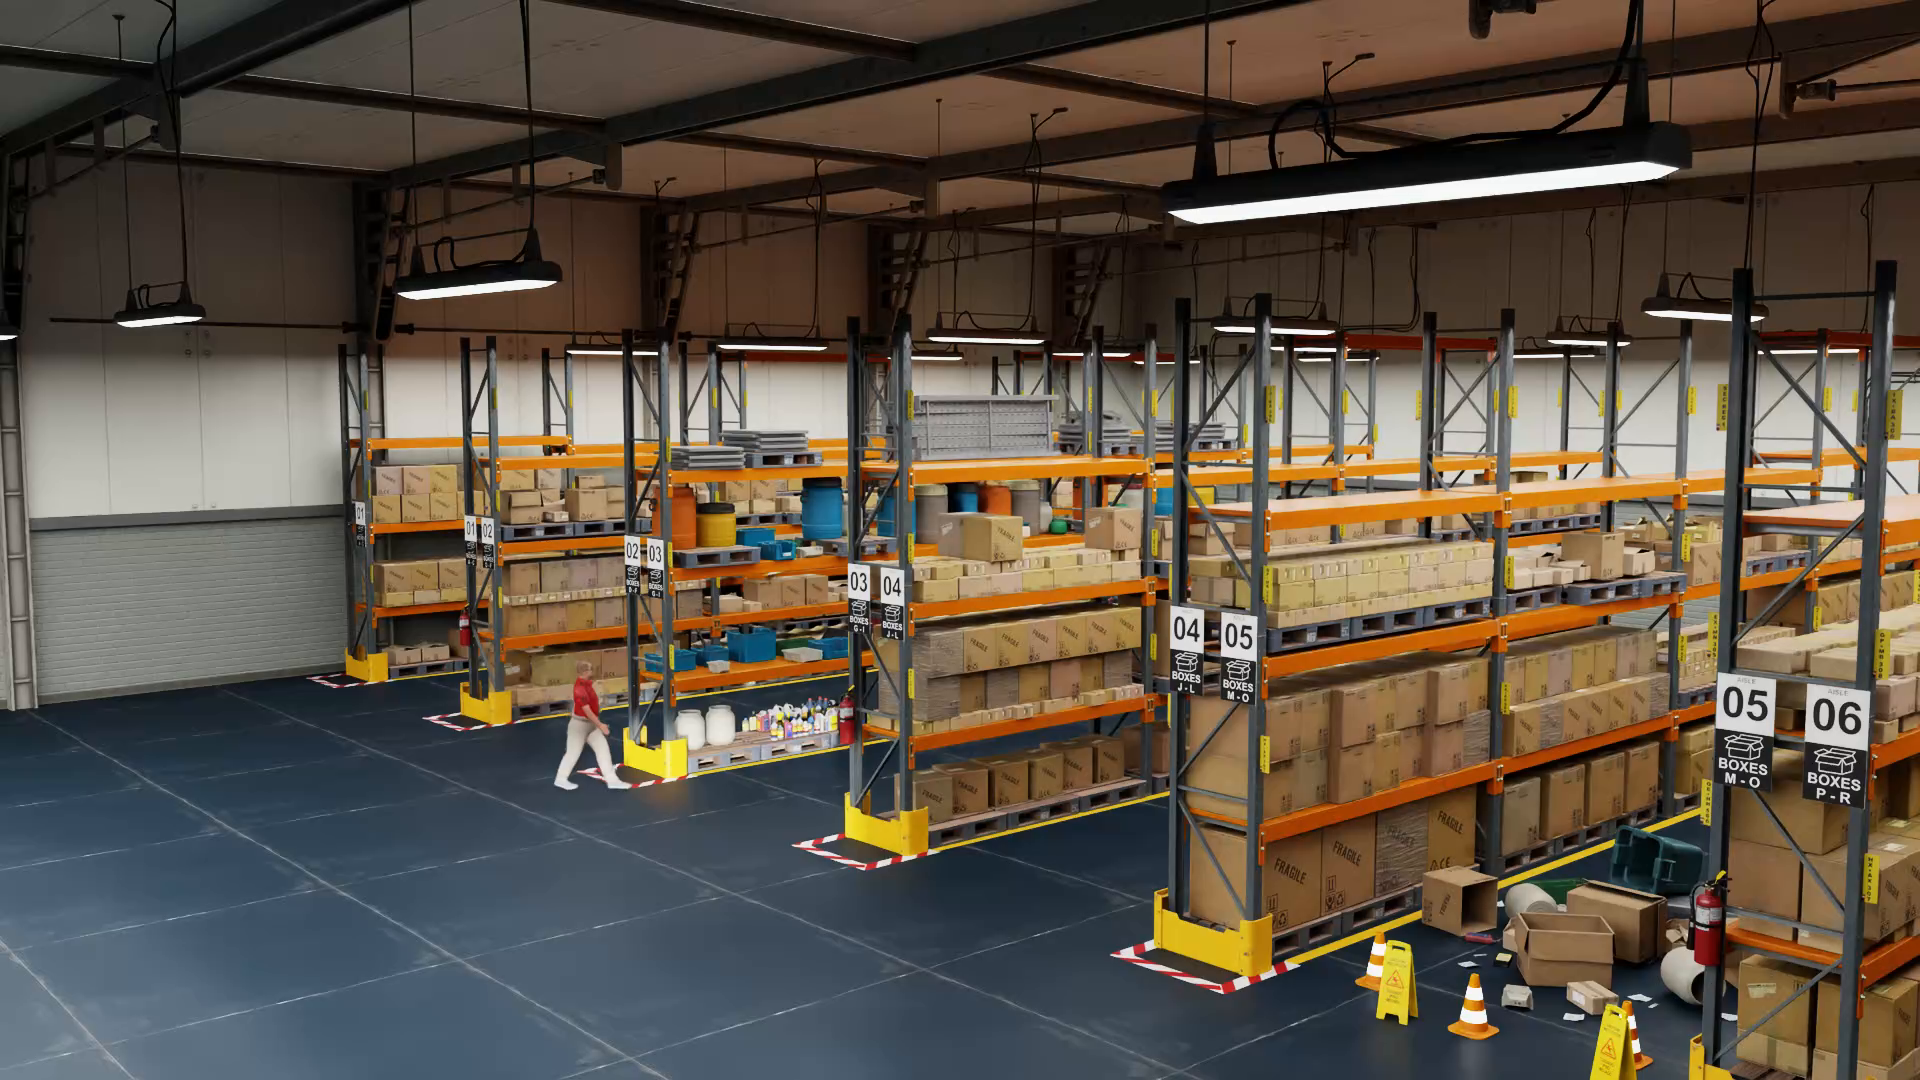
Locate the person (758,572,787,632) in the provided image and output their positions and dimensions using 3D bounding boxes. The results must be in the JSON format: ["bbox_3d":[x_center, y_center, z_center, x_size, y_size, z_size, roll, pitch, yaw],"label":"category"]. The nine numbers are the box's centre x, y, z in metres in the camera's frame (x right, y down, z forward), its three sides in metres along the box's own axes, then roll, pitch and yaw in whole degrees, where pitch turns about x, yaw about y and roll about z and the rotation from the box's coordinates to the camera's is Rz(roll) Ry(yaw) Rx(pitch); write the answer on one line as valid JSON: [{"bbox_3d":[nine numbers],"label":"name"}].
[{"bbox_3d":[-3.602,1.440,31.928,0.598,1.801,0.424,0,5,4],"label":"person"}]

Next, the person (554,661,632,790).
[{"bbox_3d":[-4.773,2.393,21.396,1.017,1.670,0.472,2,5,19],"label":"person"}]
